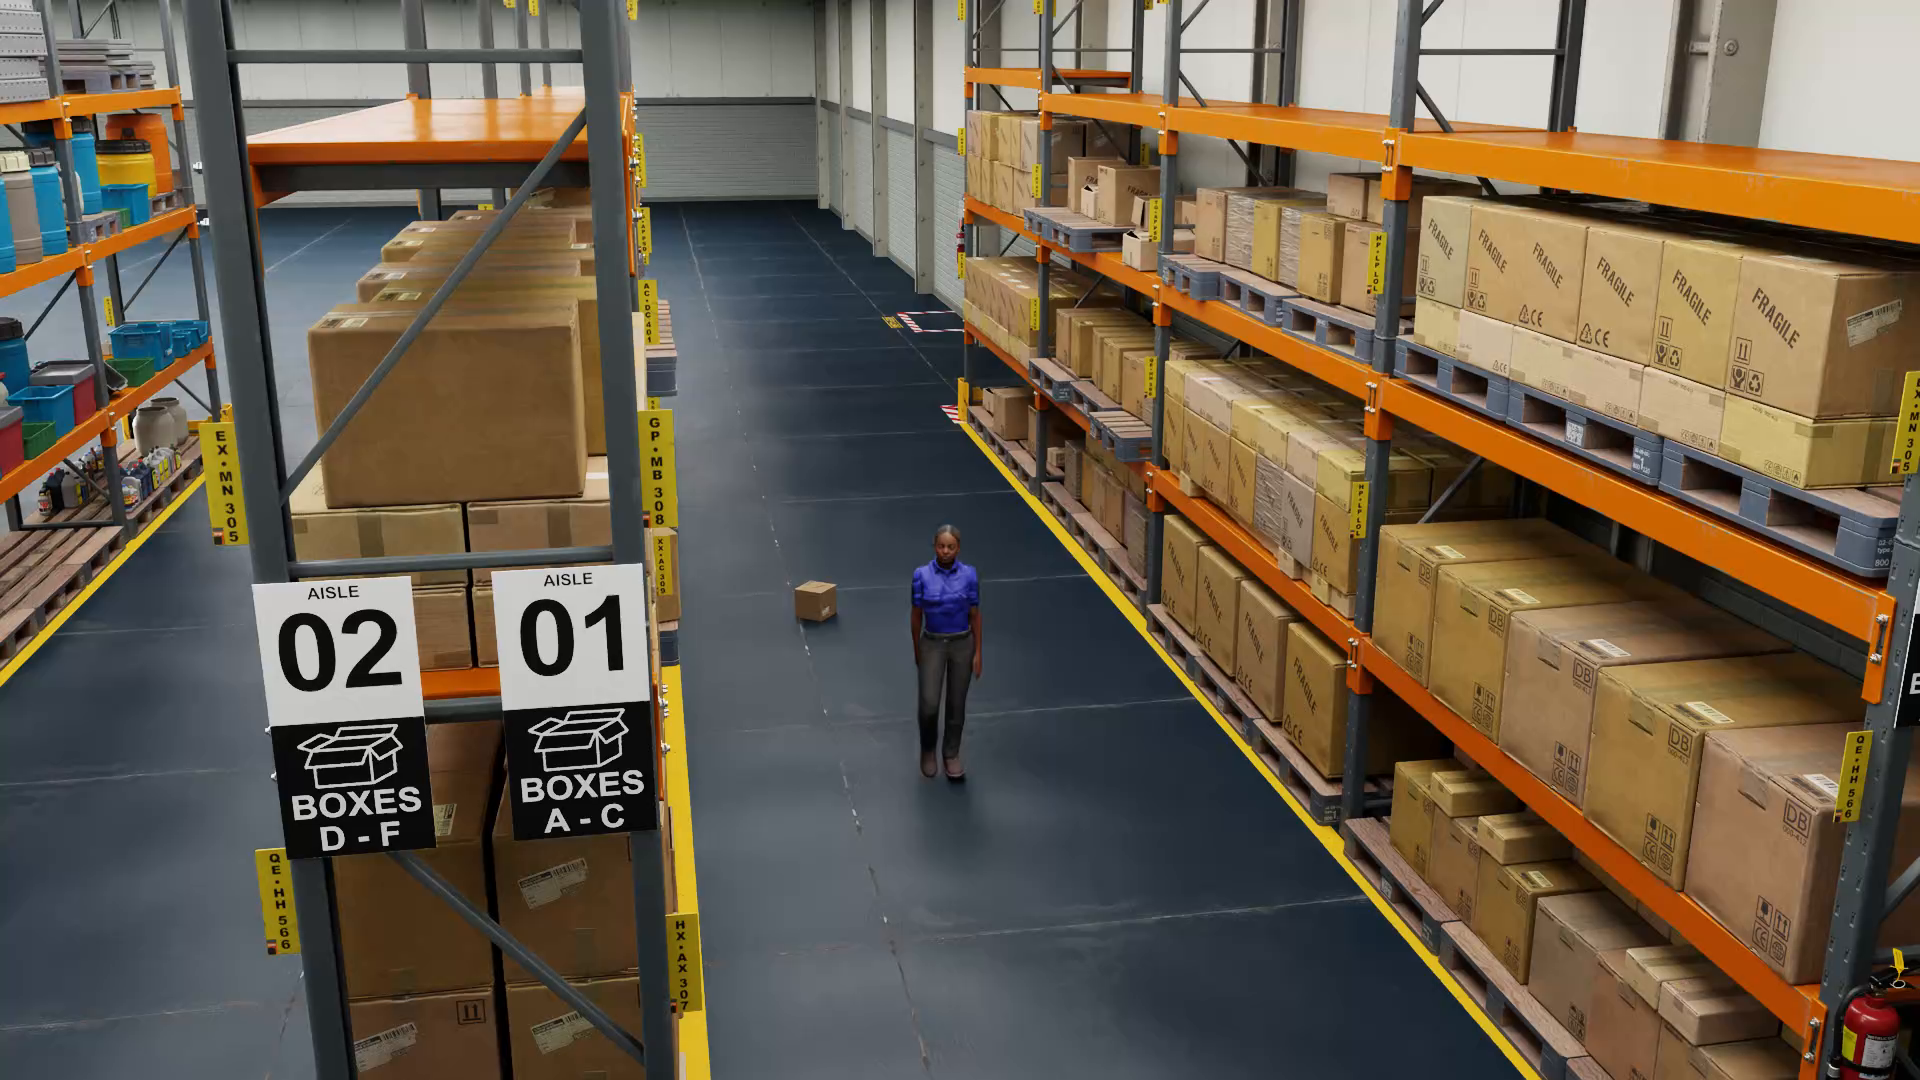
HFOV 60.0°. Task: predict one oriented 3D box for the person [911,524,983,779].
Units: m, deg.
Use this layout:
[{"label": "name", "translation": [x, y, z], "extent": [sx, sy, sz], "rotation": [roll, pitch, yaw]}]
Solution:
[{"label": "person", "translation": [-0.076, 0.735, 10.521], "extent": [0.444, 1.676, 0.426], "rotation": [-2, 17, -7]}]
